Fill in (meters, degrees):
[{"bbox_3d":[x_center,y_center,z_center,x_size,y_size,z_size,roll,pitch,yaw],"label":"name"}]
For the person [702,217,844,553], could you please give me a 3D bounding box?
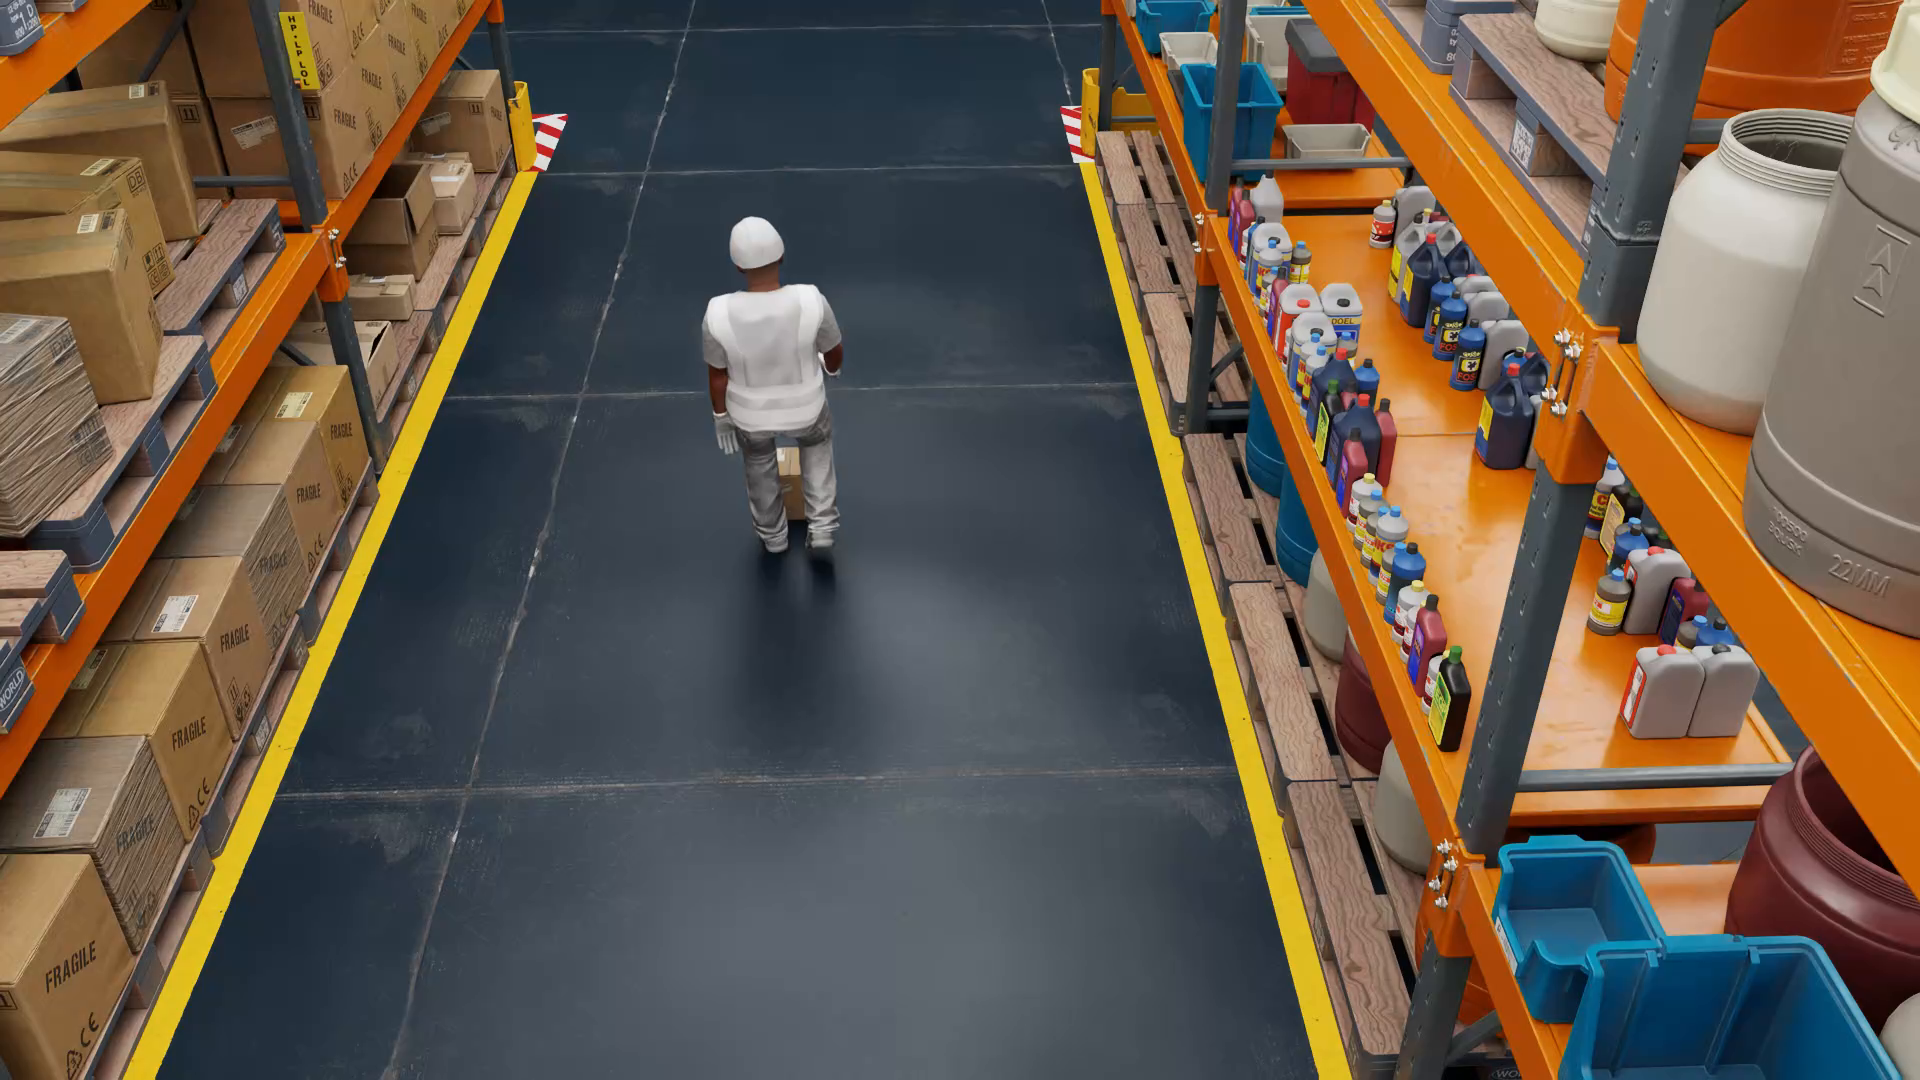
[{"bbox_3d":[-0.782,-0.637,7.098,0.576,1.728,0.633,-5,35,-6],"label":"person"}]
